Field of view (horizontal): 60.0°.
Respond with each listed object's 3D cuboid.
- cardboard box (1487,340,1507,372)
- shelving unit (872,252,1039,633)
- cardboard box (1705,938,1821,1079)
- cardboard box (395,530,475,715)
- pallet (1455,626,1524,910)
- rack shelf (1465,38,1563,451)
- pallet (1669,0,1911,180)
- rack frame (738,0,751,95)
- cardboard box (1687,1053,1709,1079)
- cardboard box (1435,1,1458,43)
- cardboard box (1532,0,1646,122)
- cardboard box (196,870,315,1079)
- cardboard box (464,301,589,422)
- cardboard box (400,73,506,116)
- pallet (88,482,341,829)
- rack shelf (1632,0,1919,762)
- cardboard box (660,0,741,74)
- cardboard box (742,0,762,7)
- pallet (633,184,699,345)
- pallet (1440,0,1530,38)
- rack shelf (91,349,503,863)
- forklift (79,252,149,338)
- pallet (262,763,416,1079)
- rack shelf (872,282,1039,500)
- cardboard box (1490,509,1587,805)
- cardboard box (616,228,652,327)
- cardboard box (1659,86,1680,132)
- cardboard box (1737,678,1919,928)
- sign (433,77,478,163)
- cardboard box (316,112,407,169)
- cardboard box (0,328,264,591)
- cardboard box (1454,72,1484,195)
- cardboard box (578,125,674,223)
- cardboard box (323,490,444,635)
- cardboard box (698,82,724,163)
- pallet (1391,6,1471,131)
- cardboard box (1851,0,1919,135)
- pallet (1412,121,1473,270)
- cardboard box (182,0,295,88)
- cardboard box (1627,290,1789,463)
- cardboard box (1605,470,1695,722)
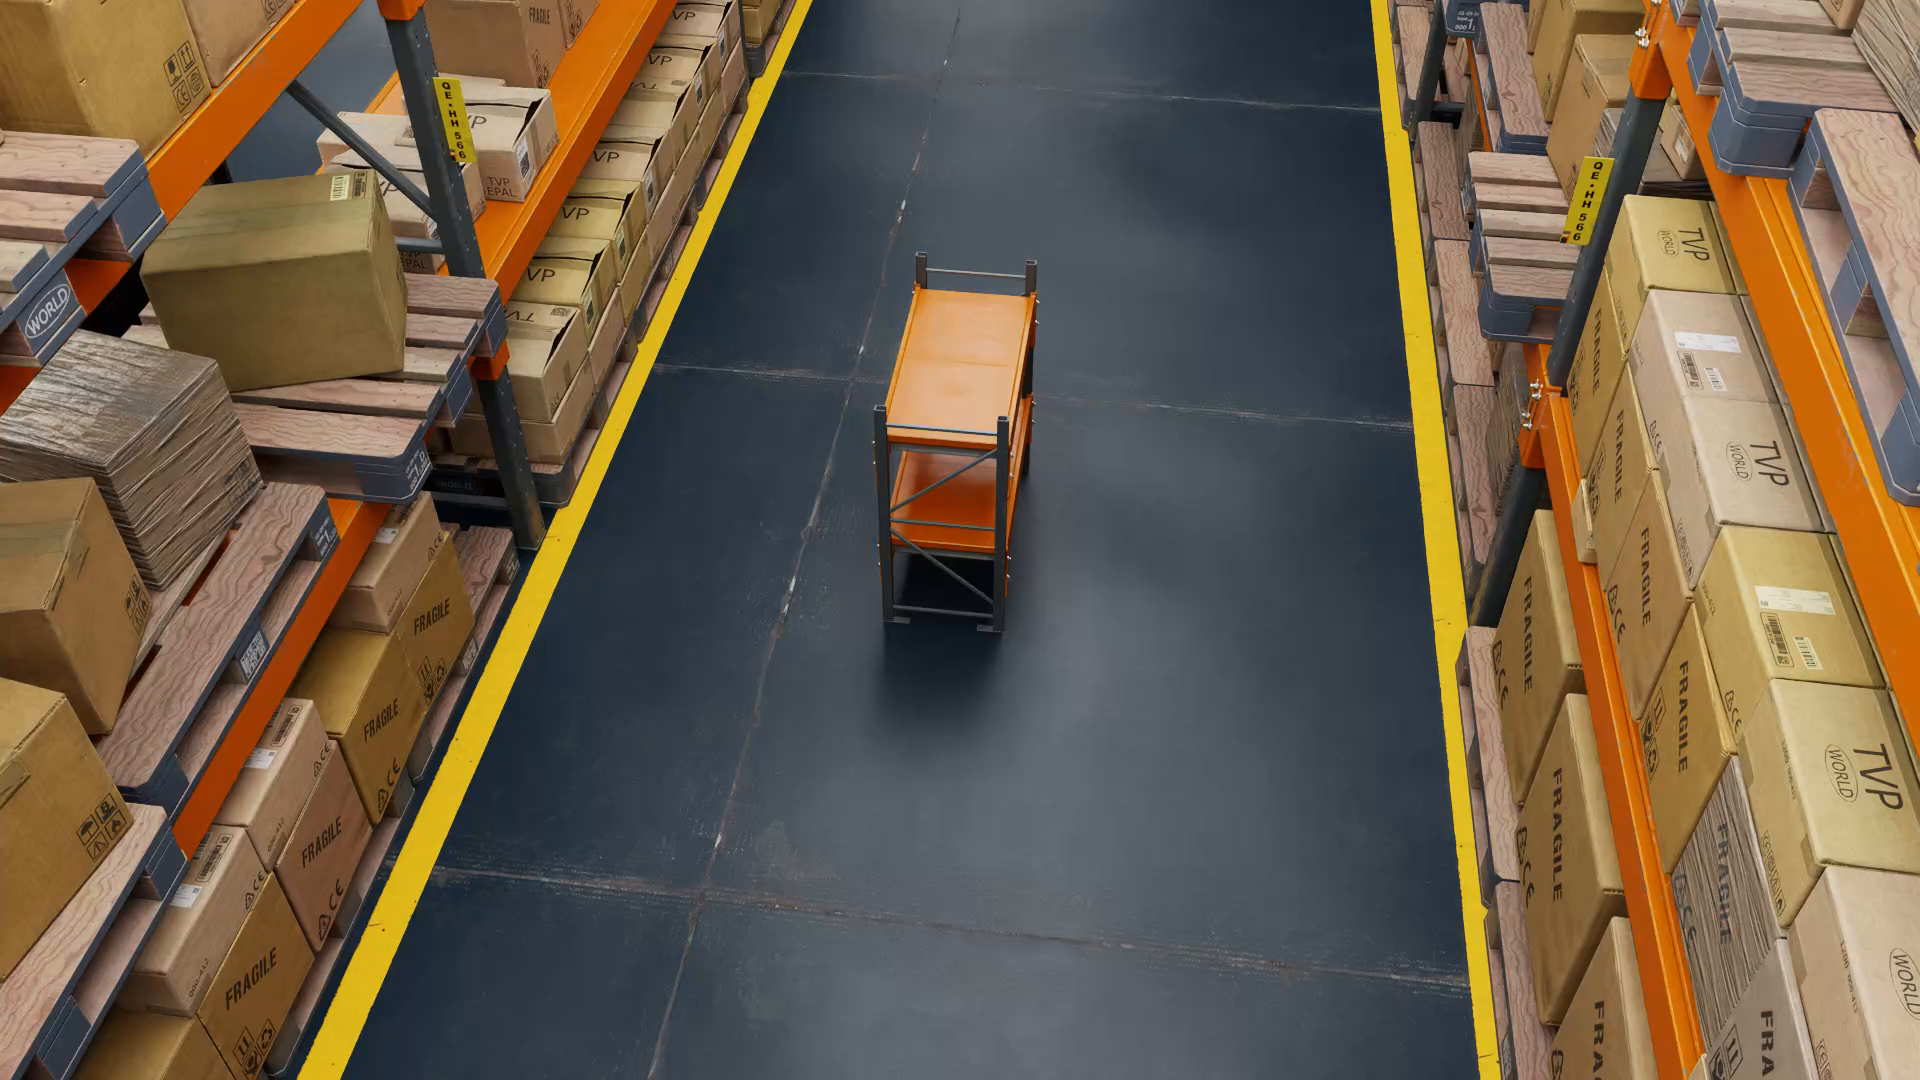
[{"bbox_3d":[2.862,-1.104,7.732,0.700,0.500,0.500,5,44,5],"label":"cardboard box"},{"bbox_3d":[-0.001,-0.404,6.858,0.538,1.125,1.048,5,44,6],"label":"shelving unit"},{"bbox_3d":[1.938,1.214,3.483,0.500,0.500,0.500,6,44,6],"label":"cardboard box"},{"bbox_3d":[-2.204,0.284,6.266,0.500,0.500,0.500,7,44,7],"label":"cardboard box"},{"bbox_3d":[2.419,0.868,6.180,1.003,0.211,1.213,5,44,6],"label":"pallet"},{"bbox_3d":[2.862,-1.777,7.468,1.077,0.370,4.000,5,44,6],"label":"rack shelf"},{"bbox_3d":[2.565,-1.252,4.346,1.213,0.211,1.003,7,44,7],"label":"pallet"},{"bbox_3d":[-1.784,-3.849,9.133,1.000,3.000,0.127,5,44,6],"label":"rack frame"},{"bbox_3d":[1.899,1.347,3.814,0.380,0.149,0.250,5,44,6],"label":"cardboard box"},{"bbox_3d":[3.224,-3.364,10.119,0.500,0.500,0.500,2,43,2],"label":"cardboard box"},{"bbox_3d":[2.793,-2.043,6.834,0.700,0.500,0.500,5,44,6],"label":"cardboard box"},{"bbox_3d":[-2.403,1.339,5.152,0.500,0.500,0.500,6,44,6],"label":"cardboard box"},{"bbox_3d":[-1.953,-0.811,7.211,0.500,0.311,0.500,7,44,7],"label":"cardboard box"},{"bbox_3d":[-2.200,-1.906,7.264,0.380,0.149,0.250,8,44,9],"label":"cardboard box"},{"bbox_3d":[-2.565,0.273,4.920,1.003,0.211,1.213,5,44,6],"label":"pallet"},{"bbox_3d":[2.333,-0.140,3.558,1.077,0.370,4.000,5,44,6],"label":"rack shelf"},{"bbox_3d":[-1.553,-2.904,9.422,0.500,0.311,0.500,5,44,6],"label":"cardboard box"},{"bbox_3d":[-1.412,-3.563,9.980,0.500,0.500,0.500,5,44,6],"label":"cardboard box"},{"bbox_3d":[-2.002,-1.497,8.677,1.003,0.211,1.213,5,44,6],"label":"pallet"},{"bbox_3d":[2.881,-2.824,8.190,1.003,0.211,1.213,5,44,6],"label":"pallet"},{"bbox_3d":[-2.577,0.502,5.062,1.077,0.370,4.000,5,44,6],"label":"rack shelf"},{"bbox_3d":[-4.837,-1.490,6.692,1.130,2.935,3.031,7,44,7],"label":"forklift"},{"bbox_3d":[-2.613,1.224,5.803,1.003,0.211,1.213,5,44,6],"label":"pallet"},{"bbox_3d":[-0.001,-0.616,6.657,0.538,0.278,1.000,5,44,6],"label":"rack shelf"},{"bbox_3d":[2.370,0.442,5.859,0.750,0.750,0.750,5,44,5],"label":"cardboard box"},{"bbox_3d":[-1.824,-1.304,8.140,0.500,0.250,0.500,4,44,4],"label":"cardboard box"},{"bbox_3d":[2.641,-1.565,5.857,0.380,0.149,0.250,-1,43,-2],"label":"cardboard box"},{"bbox_3d":[2.022,0.591,3.596,0.500,0.250,0.500,6,44,6],"label":"cardboard box"},{"bbox_3d":[-1.774,-1.471,5.838,0.100,0.325,0.005,5,44,6],"label":"sign"},{"bbox_3d":[-2.468,-1.669,7.014,0.380,0.149,0.250,5,44,6],"label":"cardboard box"},{"bbox_3d":[-2.595,-0.266,4.971,0.700,0.500,0.500,13,45,13],"label":"cardboard box"},{"bbox_3d":[3.046,-2.150,8.837,0.700,0.500,0.500,7,44,7],"label":"cardboard box"},{"bbox_3d":[-1.754,-1.867,8.327,0.500,0.311,0.500,5,44,5],"label":"cardboard box"},{"bbox_3d":[-2.207,0.051,5.968,0.500,0.250,0.500,7,44,7],"label":"cardboard box"},{"bbox_3d":[-1.620,-2.349,9.244,0.500,0.250,0.500,5,44,5],"label":"cardboard box"},{"bbox_3d":[3.180,-2.849,10.106,1.003,0.211,1.213,5,44,6],"label":"pallet"},{"bbox_3d":[2.573,-1.259,3.823,0.700,0.500,0.500,3,44,3],"label":"cardboard box"},{"bbox_3d":[3.025,-1.858,9.058,1.003,0.211,1.213,5,44,6],"label":"pallet"},{"bbox_3d":[-2.405,-1.600,4.504,0.910,0.500,0.500,5,44,6],"label":"cardboard box"},{"bbox_3d":[2.212,-0.446,4.691,0.500,0.250,0.500,5,44,5],"label":"cardboard box"},{"bbox_3d":[2.135,0.176,4.579,0.500,0.500,0.500,5,44,5],"label":"cardboard box"}]
